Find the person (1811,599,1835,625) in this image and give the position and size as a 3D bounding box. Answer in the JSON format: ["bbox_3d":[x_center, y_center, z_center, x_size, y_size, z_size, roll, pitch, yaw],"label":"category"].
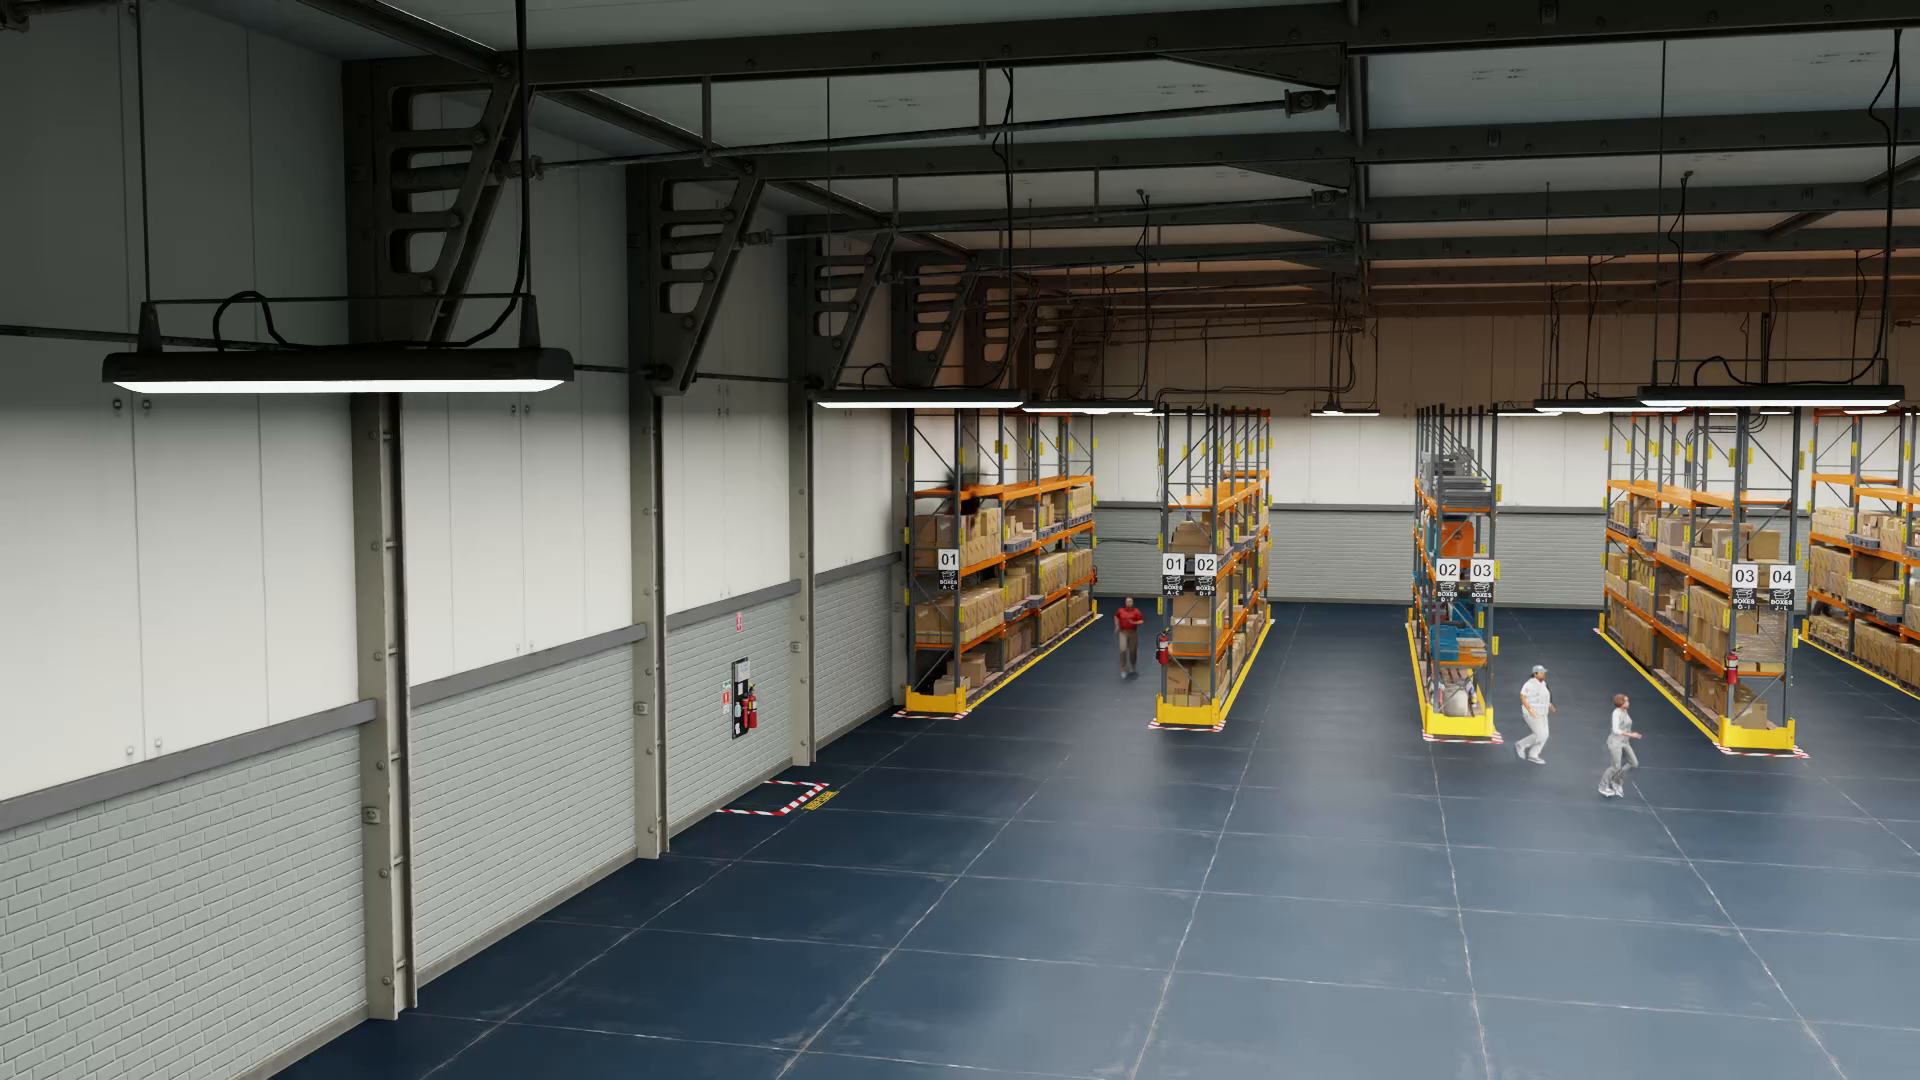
[{"bbox_3d":[23.013,1.631,44.455,0.699,1.664,0.930,-3,5,-39],"label":"person"}]

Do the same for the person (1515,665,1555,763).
[{"bbox_3d":[9.603,2.896,27.738,0.621,1.636,0.549,-4,6,-43],"label":"person"}]

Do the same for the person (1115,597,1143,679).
[{"bbox_3d":[3.762,2.154,37.083,0.649,1.772,0.885,1,4,8],"label":"person"}]

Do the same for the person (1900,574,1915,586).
[{"bbox_3d":[25.034,1.639,43.989,0.975,1.771,0.710,1,4,18],"label":"person"}]

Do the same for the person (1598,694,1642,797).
[{"bbox_3d":[9.978,3.103,25.088,0.639,1.592,0.558,4,6,44],"label":"person"}]
